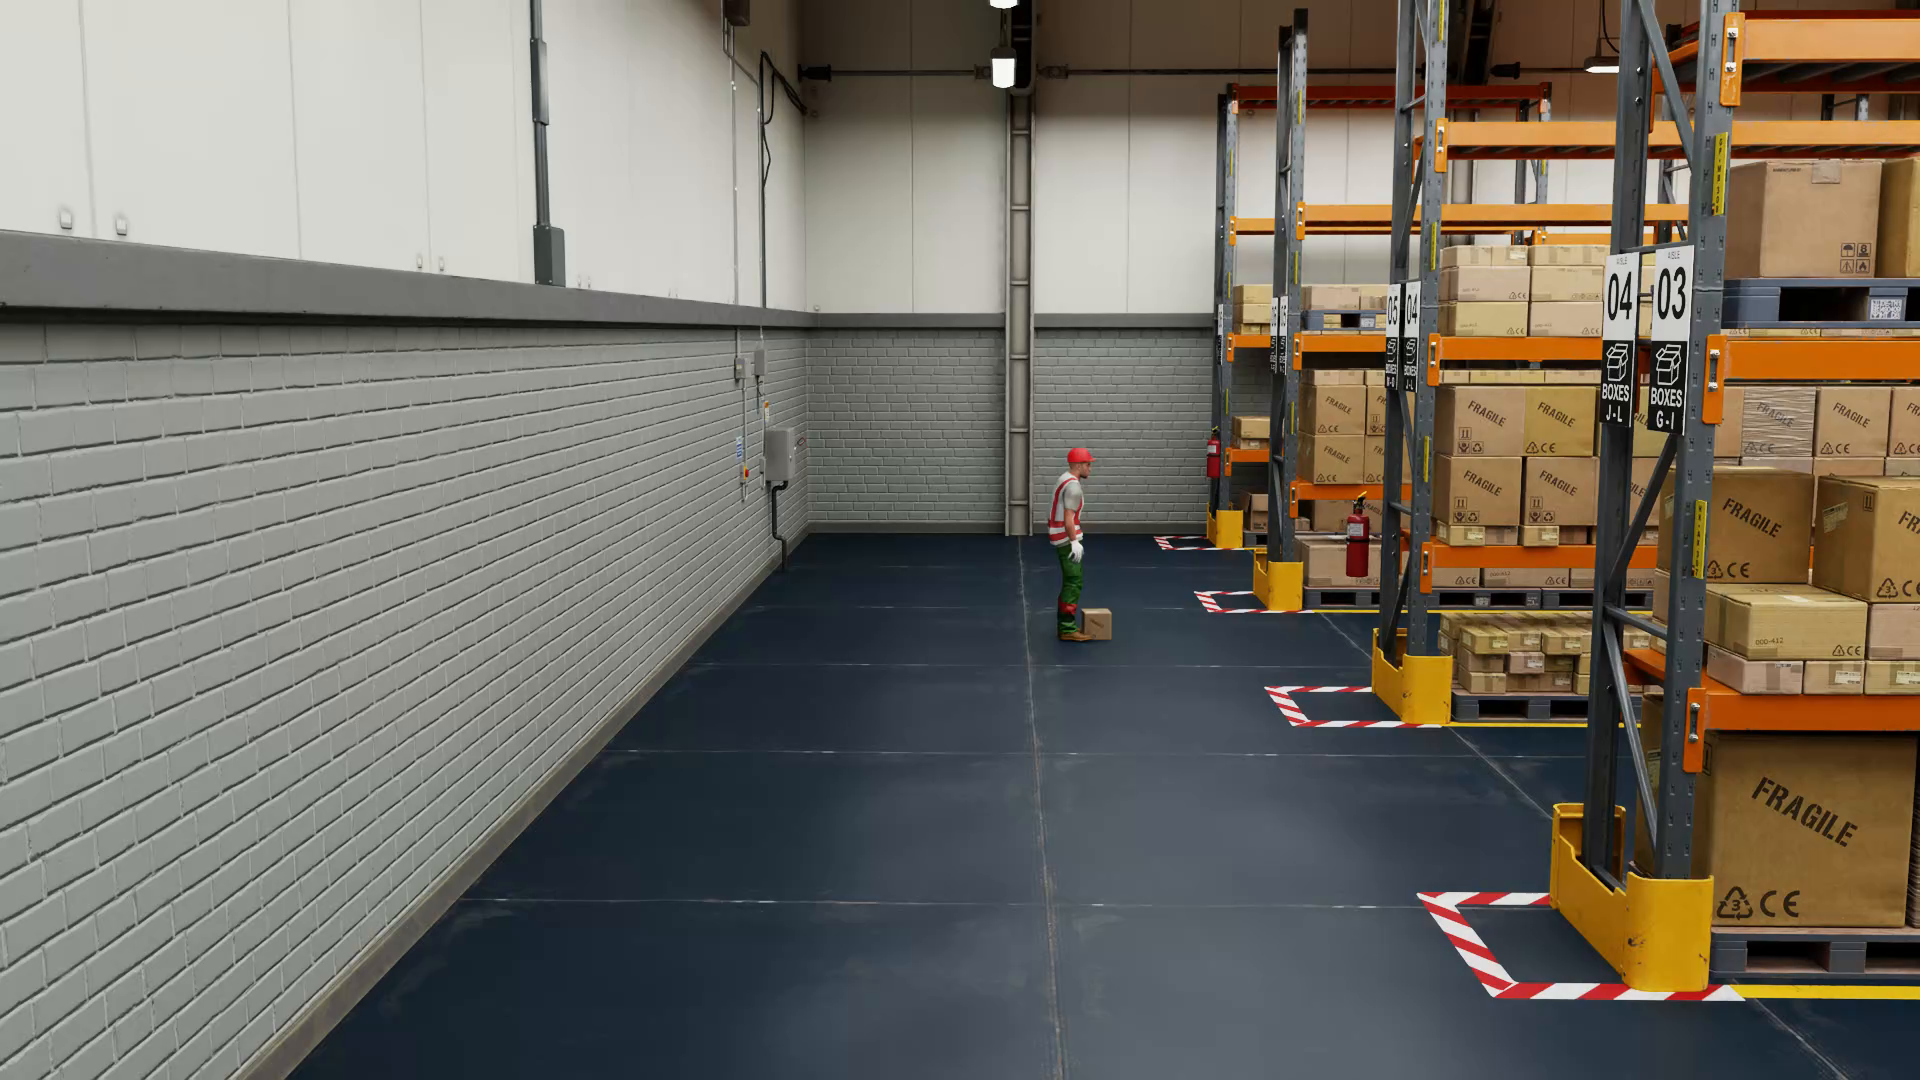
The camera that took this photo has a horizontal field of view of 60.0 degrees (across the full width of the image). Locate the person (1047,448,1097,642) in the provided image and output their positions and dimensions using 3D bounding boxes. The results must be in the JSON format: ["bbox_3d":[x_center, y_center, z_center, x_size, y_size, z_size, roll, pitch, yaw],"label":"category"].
[{"bbox_3d":[1.046,0.030,15.474,0.453,1.777,0.608,0,7,-2],"label":"person"}]
